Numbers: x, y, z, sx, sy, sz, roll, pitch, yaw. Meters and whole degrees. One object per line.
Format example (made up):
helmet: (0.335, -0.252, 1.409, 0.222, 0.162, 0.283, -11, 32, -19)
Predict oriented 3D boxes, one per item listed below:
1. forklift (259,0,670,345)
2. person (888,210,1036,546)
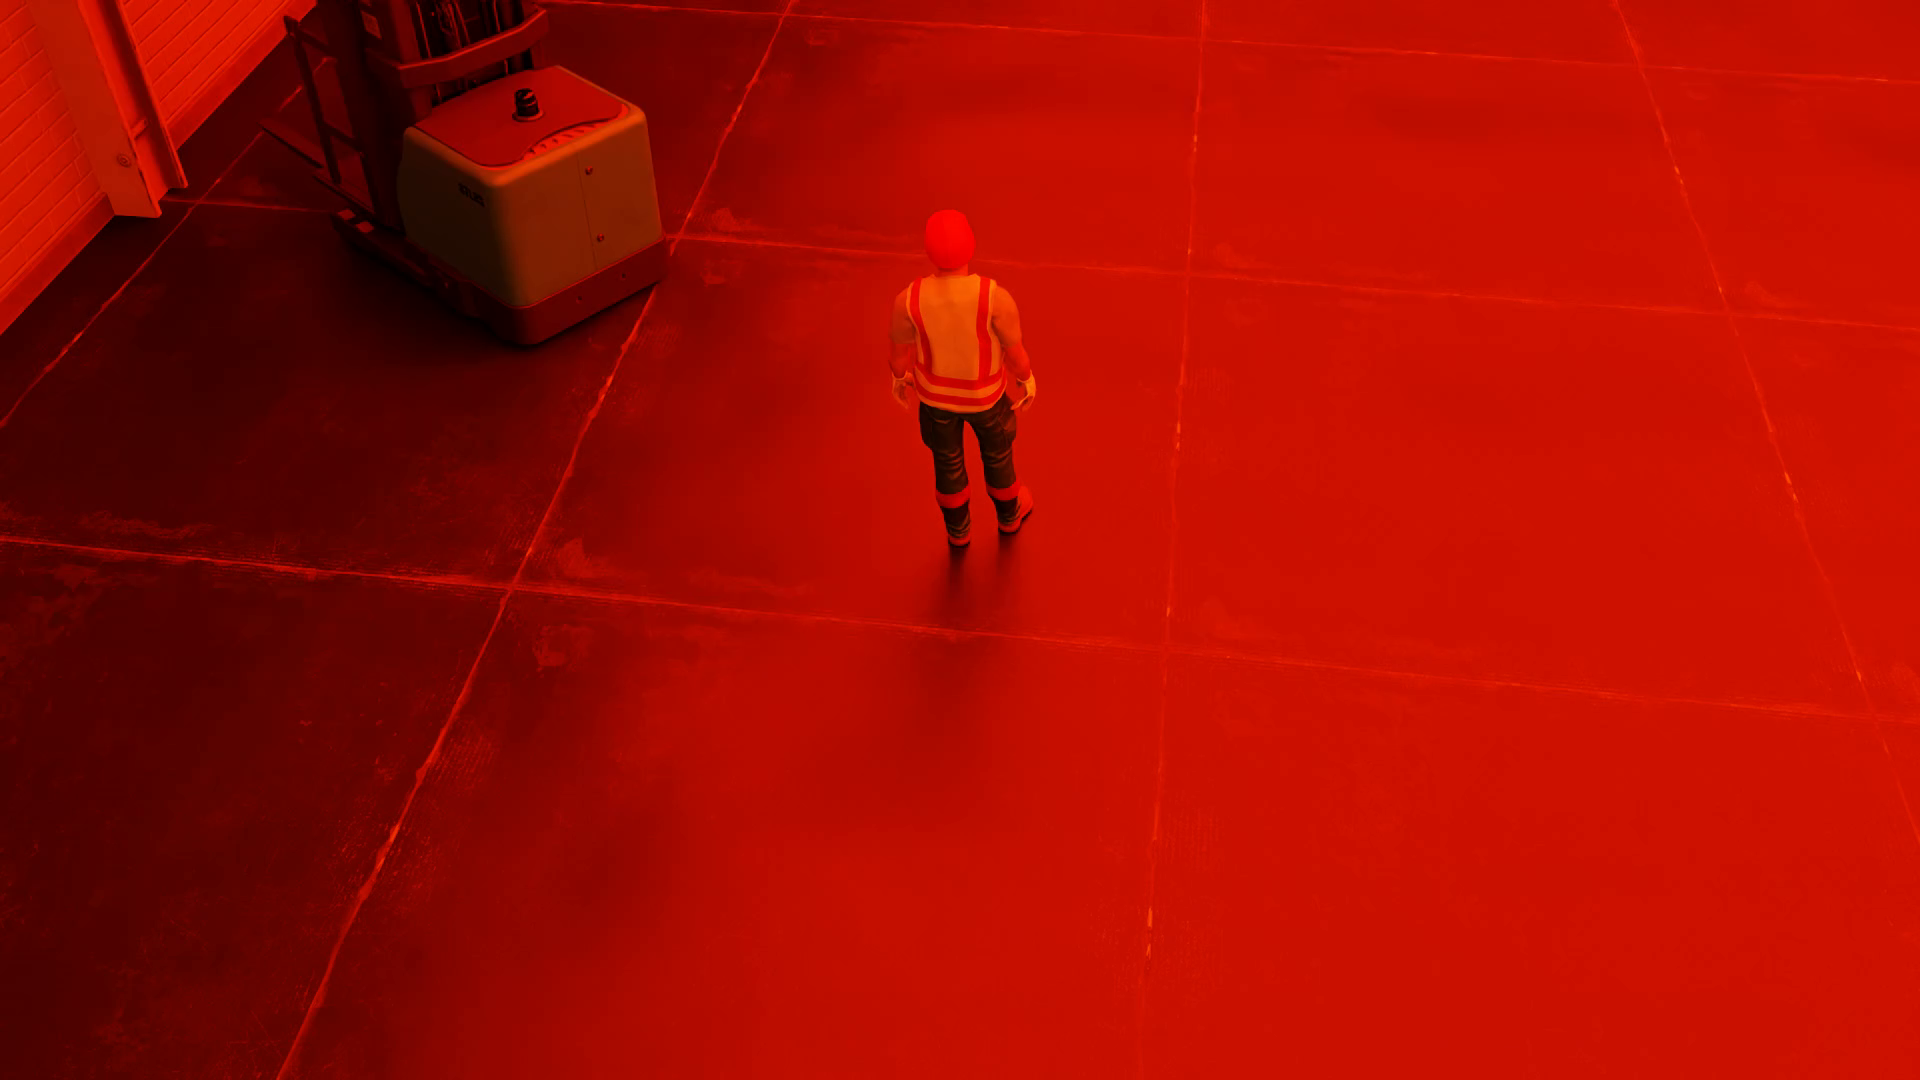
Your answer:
forklift: (-3.065, -3.002, 8.992, 3.031, 2.935, 1.130, 32, 52, 30)
person: (0.022, -0.717, 7.338, 0.638, 1.787, 0.564, 5, 43, 6)
